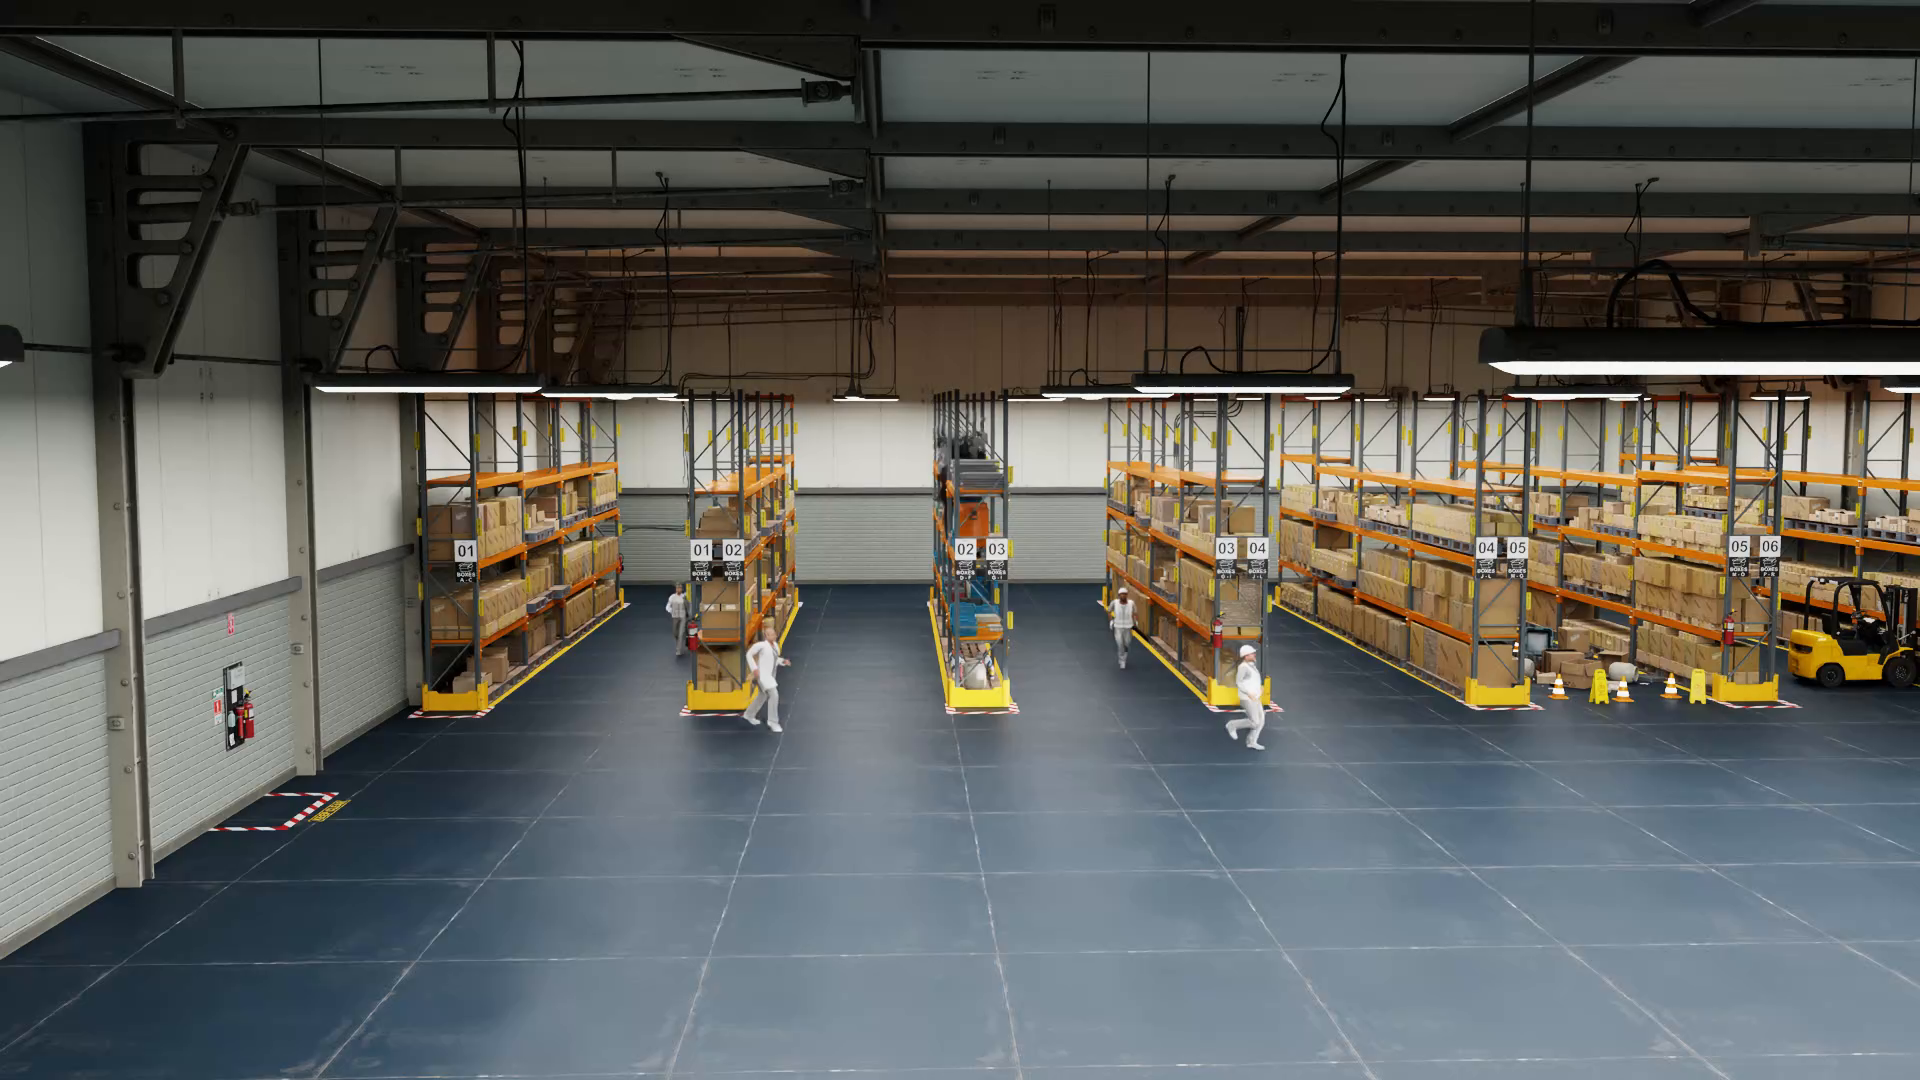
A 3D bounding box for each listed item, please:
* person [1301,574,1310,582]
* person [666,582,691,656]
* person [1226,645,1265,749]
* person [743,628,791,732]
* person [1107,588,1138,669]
[{"bbox_3d":[10.236,0.891,48.986,0.556,1.665,0.701,3,6,36],"label":"person"},{"bbox_3d":[-6.414,1.783,38.090,0.630,1.650,0.949,0,5,-2],"label":"person"},{"bbox_3d":[4.775,2.614,27.704,0.636,1.735,0.668,2,5,27],"label":"person"},{"bbox_3d":[-3.437,2.461,29.359,0.973,1.841,0.630,2,5,21],"label":"person"},{"bbox_3d":[3.547,1.896,36.328,0.663,1.746,0.813,0,5,0],"label":"person"}]
